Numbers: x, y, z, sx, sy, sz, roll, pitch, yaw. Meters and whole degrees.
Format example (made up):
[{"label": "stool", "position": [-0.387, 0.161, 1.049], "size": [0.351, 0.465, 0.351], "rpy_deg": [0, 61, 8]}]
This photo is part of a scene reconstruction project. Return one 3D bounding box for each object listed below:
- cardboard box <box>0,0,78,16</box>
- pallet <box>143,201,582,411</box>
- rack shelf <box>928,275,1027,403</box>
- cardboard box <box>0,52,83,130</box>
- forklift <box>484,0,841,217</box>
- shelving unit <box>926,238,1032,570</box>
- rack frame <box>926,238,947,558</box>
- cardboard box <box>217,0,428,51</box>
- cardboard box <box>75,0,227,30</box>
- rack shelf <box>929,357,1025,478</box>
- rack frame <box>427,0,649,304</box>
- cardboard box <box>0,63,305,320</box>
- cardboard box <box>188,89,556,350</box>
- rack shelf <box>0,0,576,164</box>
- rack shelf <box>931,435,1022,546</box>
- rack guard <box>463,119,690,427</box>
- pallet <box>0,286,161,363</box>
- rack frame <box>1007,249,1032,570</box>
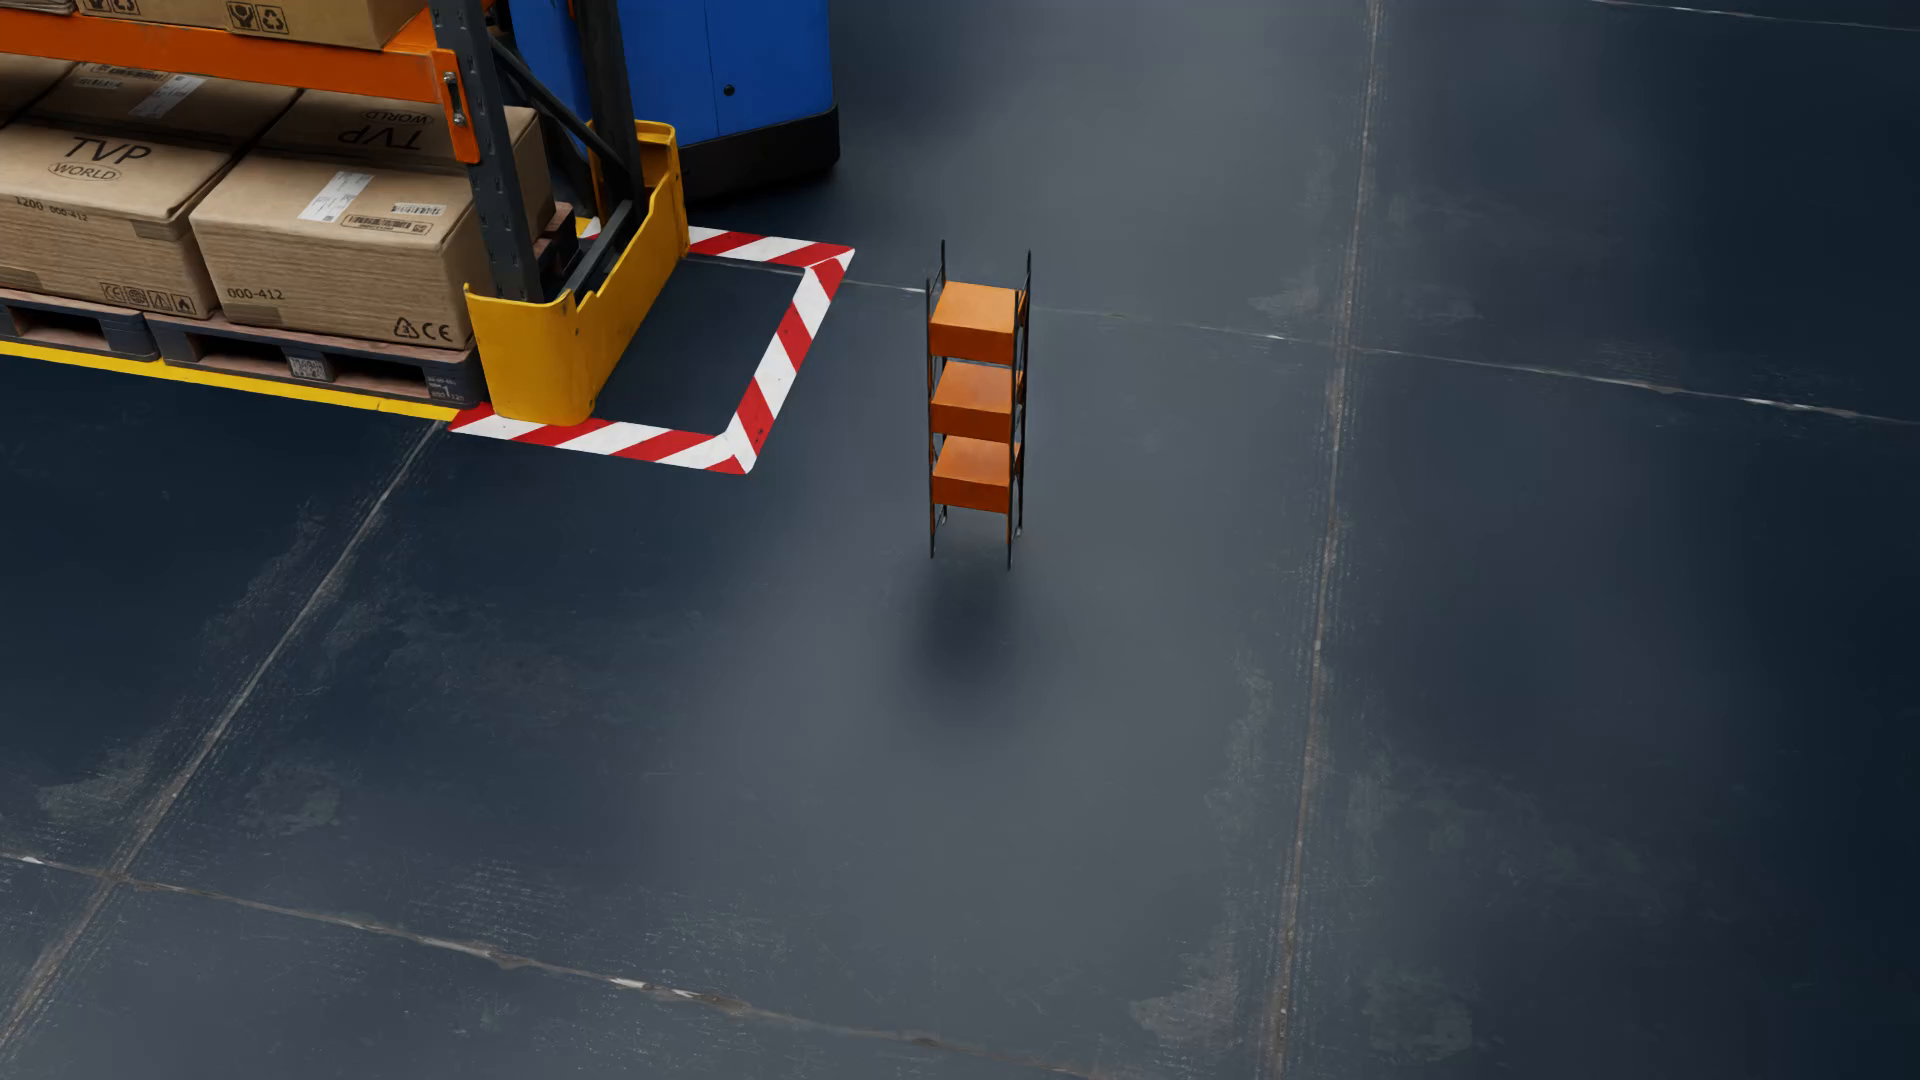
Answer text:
[{"label": "cardboard box", "position": [-2.867, -1.968, 5.060], "size": [0.500, 0.500, 0.500], "rpy_deg": [10, 45, 10]}, {"label": "pallet", "position": [-2.145, -0.944, 6.079], "size": [1.213, 0.211, 1.003], "rpy_deg": [9, 45, 9]}, {"label": "rack shelf", "position": [0.052, -0.567, 4.688], "size": [0.240, 0.259, 0.215], "rpy_deg": [9, 45, 9]}, {"label": "cardboard box", "position": [-3.788, -1.412, 6.099], "size": [0.875, 0.438, 0.875], "rpy_deg": [8, 44, 8]}, {"label": "forklift", "position": [-1.584, -3.322, 6.587], "size": [1.130, 2.935, 3.031], "rpy_deg": [-19, 47, -18]}, {"label": "shelving unit", "position": [0.052, -0.370, 4.877], "size": [0.252, 1.050, 0.215], "rpy_deg": [9, 45, 9]}, {"label": "rack frame", "position": [-0.067, -0.389, 4.897], "size": [0.008, 1.050, 0.200], "rpy_deg": [9, 45, 9]}, {"label": "cardboard box", "position": [-1.876, -1.811, 4.896], "size": [0.500, 0.500, 0.500], "rpy_deg": [9, 45, 9]}, {"label": "cardboard box", "position": [-2.363, -1.897, 4.986], "size": [0.500, 0.500, 0.500], "rpy_deg": [8, 44, 8]}, {"label": "rack shelf", "position": [0.052, -0.363, 4.885], "size": [0.240, 0.259, 0.215], "rpy_deg": [9, 45, 9]}, {"label": "rack frame", "position": [-1.348, -1.881, 5.041], "size": [0.127, 3.000, 1.000], "rpy_deg": [9, 45, 9]}, {"label": "cardboard box", "position": [-2.908, -1.274, 5.956], "size": [0.875, 0.438, 0.875], "rpy_deg": [10, 45, 10]}, {"label": "cardboard box", "position": [-2.014, -1.142, 5.818], "size": [0.875, 0.438, 0.875], "rpy_deg": [7, 44, 8]}, {"label": "rack shelf", "position": [-3.299, -1.925, 5.605], "size": [4.000, 0.370, 1.077], "rpy_deg": [9, 45, 9]}, {"label": "rack shelf", "position": [0.052, -0.162, 5.078], "size": [0.240, 0.259, 0.215], "rpy_deg": [9, 45, 9]}, {"label": "rack guard", "position": [-1.324, -0.977, 5.904], "size": [0.348, 0.500, 1.175], "rpy_deg": [9, 45, 9]}, {"label": "pallet", "position": [-3.332, -1.131, 6.273], "size": [1.213, 0.211, 1.003], "rpy_deg": [9, 45, 9]}, {"label": "rack frame", "position": [0.171, -0.352, 4.858], "size": [0.008, 1.050, 0.200], "rpy_deg": [9, 45, 9]}]
